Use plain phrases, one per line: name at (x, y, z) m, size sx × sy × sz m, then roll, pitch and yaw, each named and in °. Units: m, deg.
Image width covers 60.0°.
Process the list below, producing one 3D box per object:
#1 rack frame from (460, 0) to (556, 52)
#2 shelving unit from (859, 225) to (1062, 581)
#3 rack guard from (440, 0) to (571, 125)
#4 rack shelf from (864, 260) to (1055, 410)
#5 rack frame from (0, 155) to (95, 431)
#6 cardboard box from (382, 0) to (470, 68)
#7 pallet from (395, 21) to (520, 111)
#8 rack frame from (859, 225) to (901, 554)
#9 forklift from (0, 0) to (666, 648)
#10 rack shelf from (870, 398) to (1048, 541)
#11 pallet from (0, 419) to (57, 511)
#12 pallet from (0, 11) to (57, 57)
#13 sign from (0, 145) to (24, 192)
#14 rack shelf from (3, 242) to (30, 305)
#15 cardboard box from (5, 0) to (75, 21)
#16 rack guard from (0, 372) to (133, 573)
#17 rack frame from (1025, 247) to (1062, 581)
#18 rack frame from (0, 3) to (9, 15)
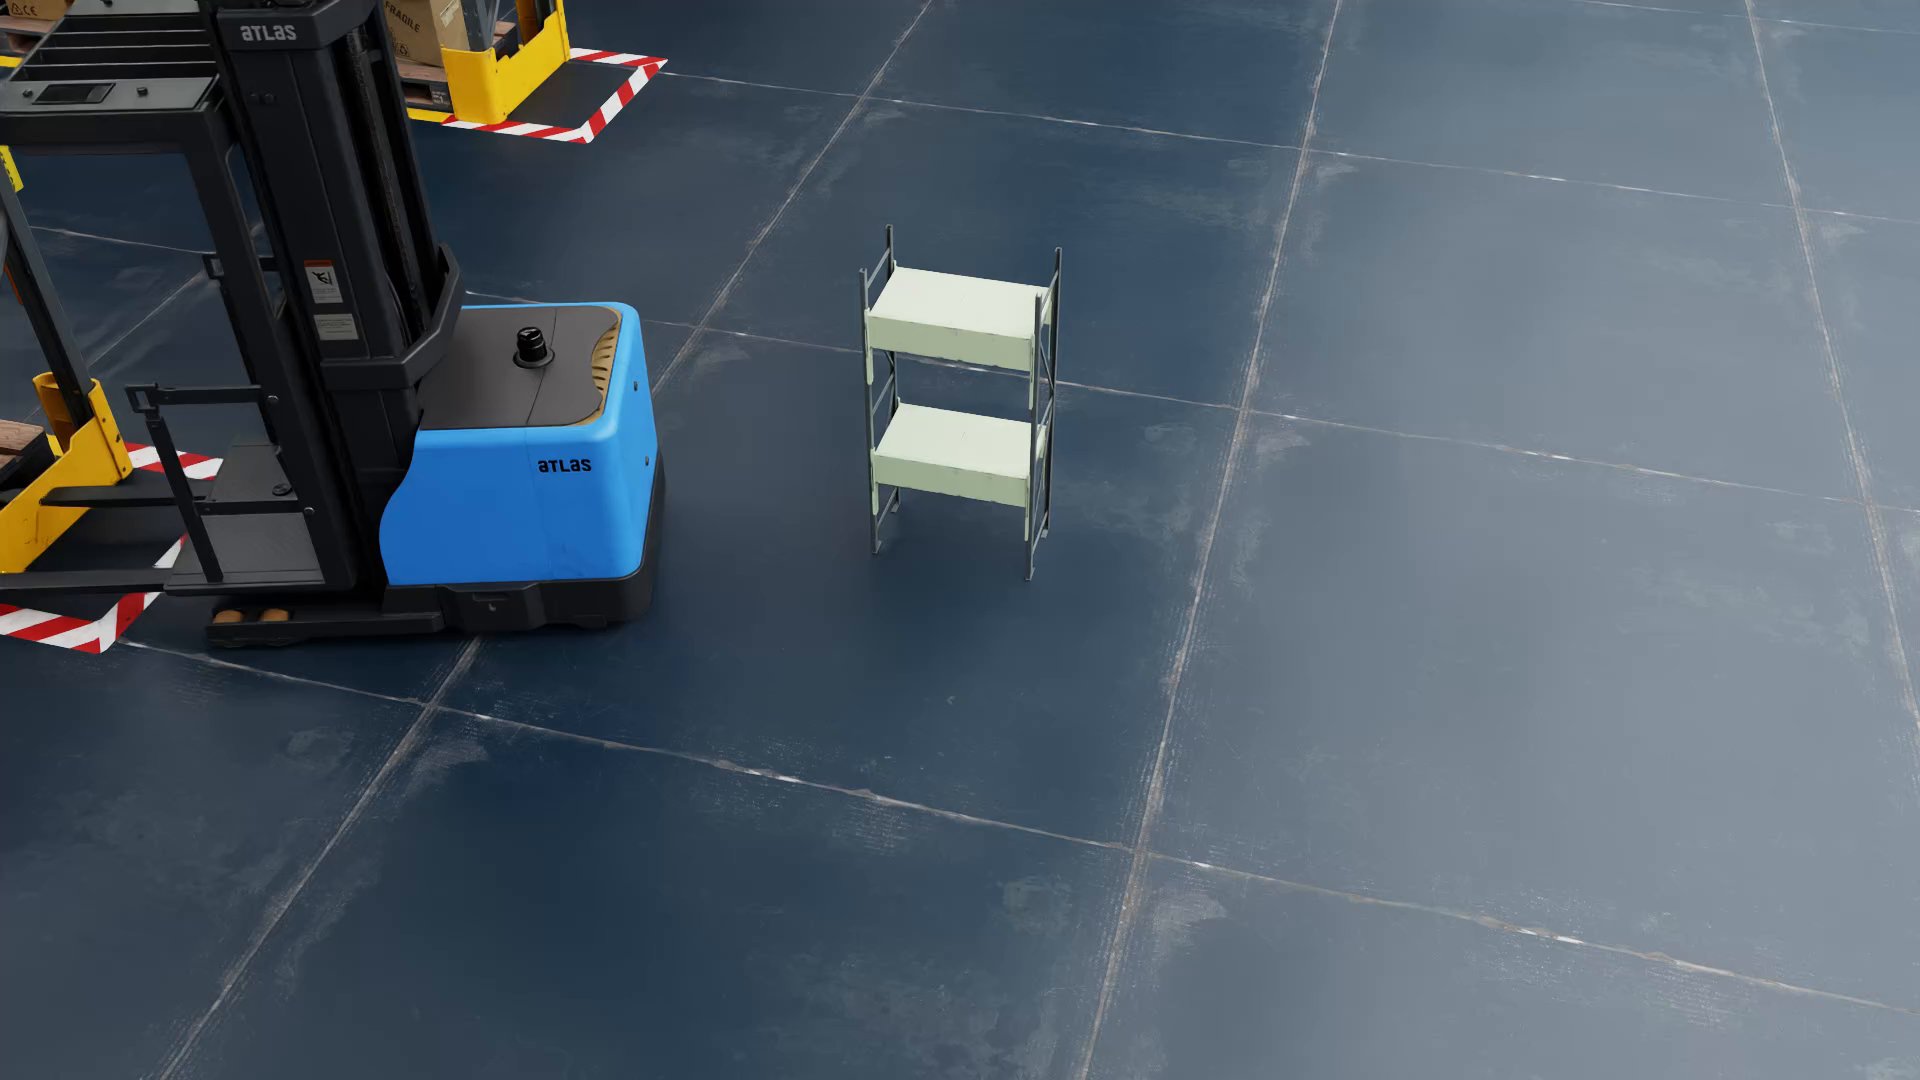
rack frame at (-3.010, -4.281, 10.539) m, size 0.127 × 3.000 × 1.000 m, roll 10°, pitch 41°, yaw 11°
shelving unit at (0.006, -0.573, 7.291) m, size 0.755 × 1.500 × 0.431 m, roll 10°, pitch 41°, yaw 11°
rack guard at (-3.083, -3.336, 11.358) m, size 0.348 × 0.500 × 1.175 m, roll 10°, pitch 41°, yaw 11°
rack shelf at (0.006, -0.872, 7.040) m, size 0.720 × 0.370 × 0.431 m, roll 10°, pitch 41°, yaw 11°
rack frame at (-4.290, -1.203, 6.875) m, size 0.127 × 3.000 × 1.000 m, roll 10°, pitch 41°, yaw 11°
cardboard box at (-3.609, -3.598, 11.344) m, size 0.500 × 0.500 × 0.500 m, roll 17°, pitch 43°, yaw 19°
pallet at (-3.859, -3.382, 11.638) m, size 1.213 × 0.211 × 1.003 m, roll 10°, pitch 41°, yaw 11°
rack frame at (-0.347, -0.634, 7.363) m, size 0.023 × 1.500 × 0.400 m, roll 10°, pitch 41°, yaw 11°
forklift at (-2.900, -1.005, 6.692) m, size 3.031 × 2.935 × 1.130 m, roll -2°, pitch 40°, yaw -2°
rack shelf at (0.006, -0.324, 7.501) m, size 0.720 × 0.370 × 0.431 m, roll 10°, pitch 41°, yaw 11°
pallet at (-5.159, -0.257, 7.917) m, size 1.213 × 0.211 × 1.003 m, roll 10°, pitch 41°, yaw 11°
pallet at (-6.216, -3.788, 12.121) m, size 1.213 × 0.211 × 1.003 m, roll 10°, pitch 41°, yaw 11°
sign at (-4.144, -1.651, 7.192) m, size 0.005 × 0.325 × 0.100 m, roll 10°, pitch 41°, yaw 11°
rack shelf at (-6.222, -1.260, 7.502) m, size 4.000 × 0.370 × 1.077 m, roll 10°, pitch 41°, yaw 11°
cardboard box at (-6.498, -4.058, 11.891) m, size 0.500 × 0.500 × 0.500 m, roll 9°, pitch 41°, yaw 10°
rack guard at (-4.376, -0.230, 7.659) m, size 0.348 × 0.500 × 1.175 m, roll 10°, pitch 41°, yaw 11°
rack frame at (0.360, -0.512, 7.218) m, size 0.023 × 1.500 × 0.400 m, roll 10°, pitch 41°, yaw 11°
rack frame at (-6.874, -4.946, 11.331) m, size 0.127 × 3.000 × 1.000 m, roll 10°, pitch 41°, yaw 11°
